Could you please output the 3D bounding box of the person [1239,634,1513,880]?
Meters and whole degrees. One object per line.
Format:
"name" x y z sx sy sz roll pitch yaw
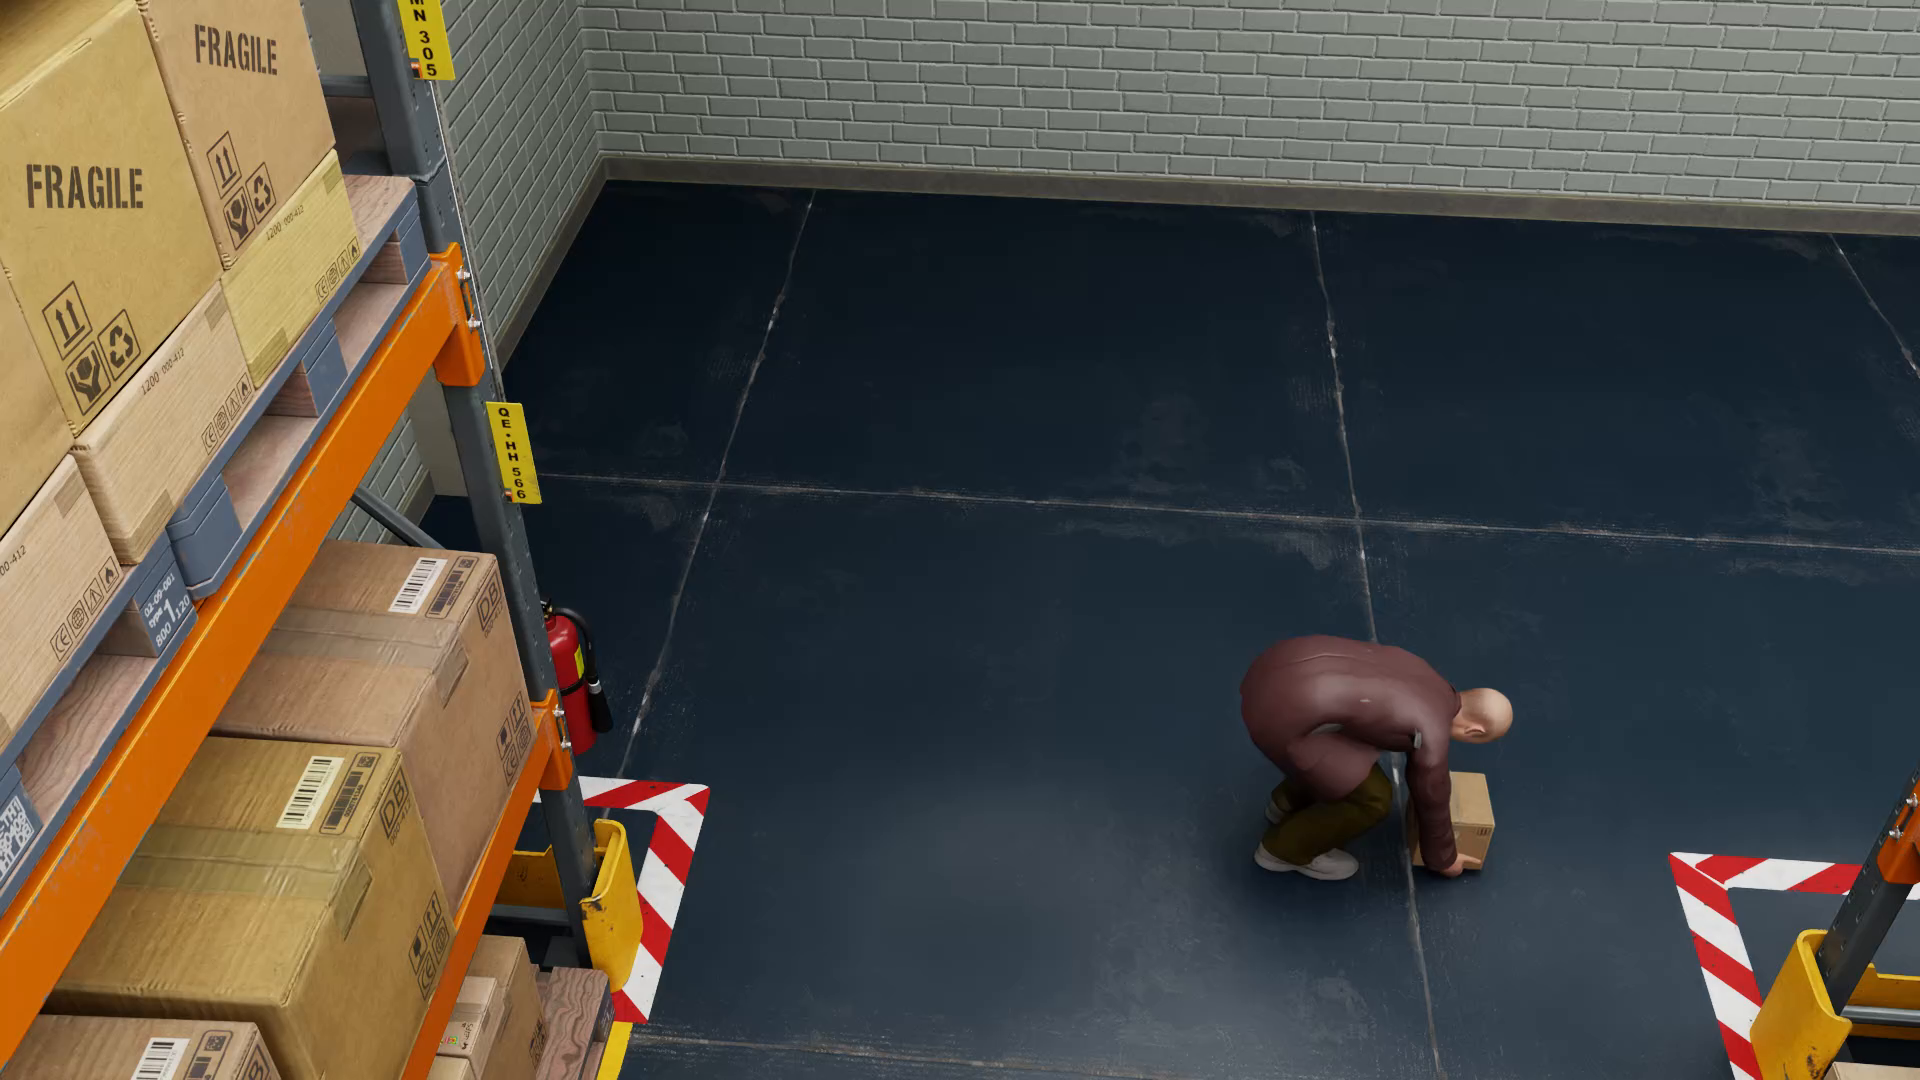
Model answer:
"person" 1.440 0.756 5.897 0.945 0.952 0.586 1 40 2
